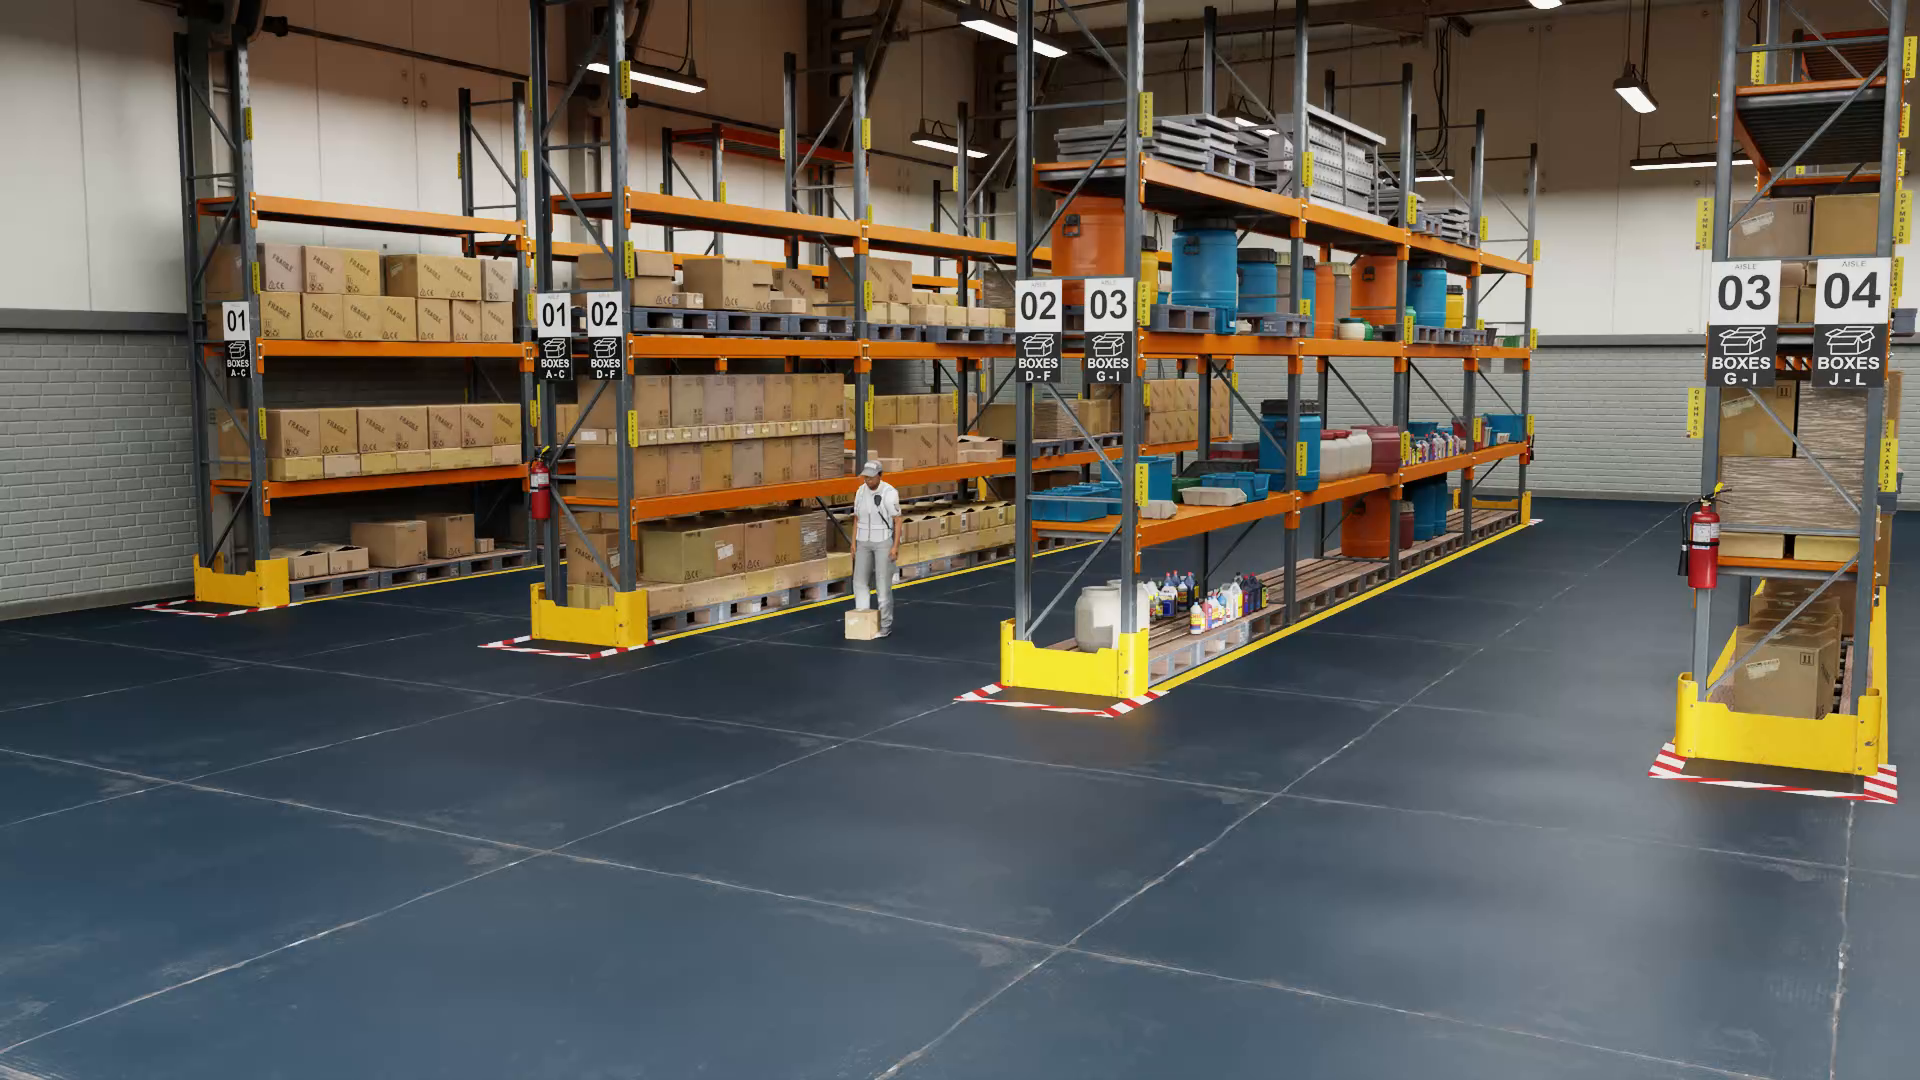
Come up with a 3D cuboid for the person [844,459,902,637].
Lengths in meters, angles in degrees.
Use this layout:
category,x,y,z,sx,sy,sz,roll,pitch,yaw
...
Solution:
category,x,y,z,sx,sy,sz,roll,pitch,yaw
person,-0.808,0.065,15.724,0.537,1.665,0.468,3,7,28
